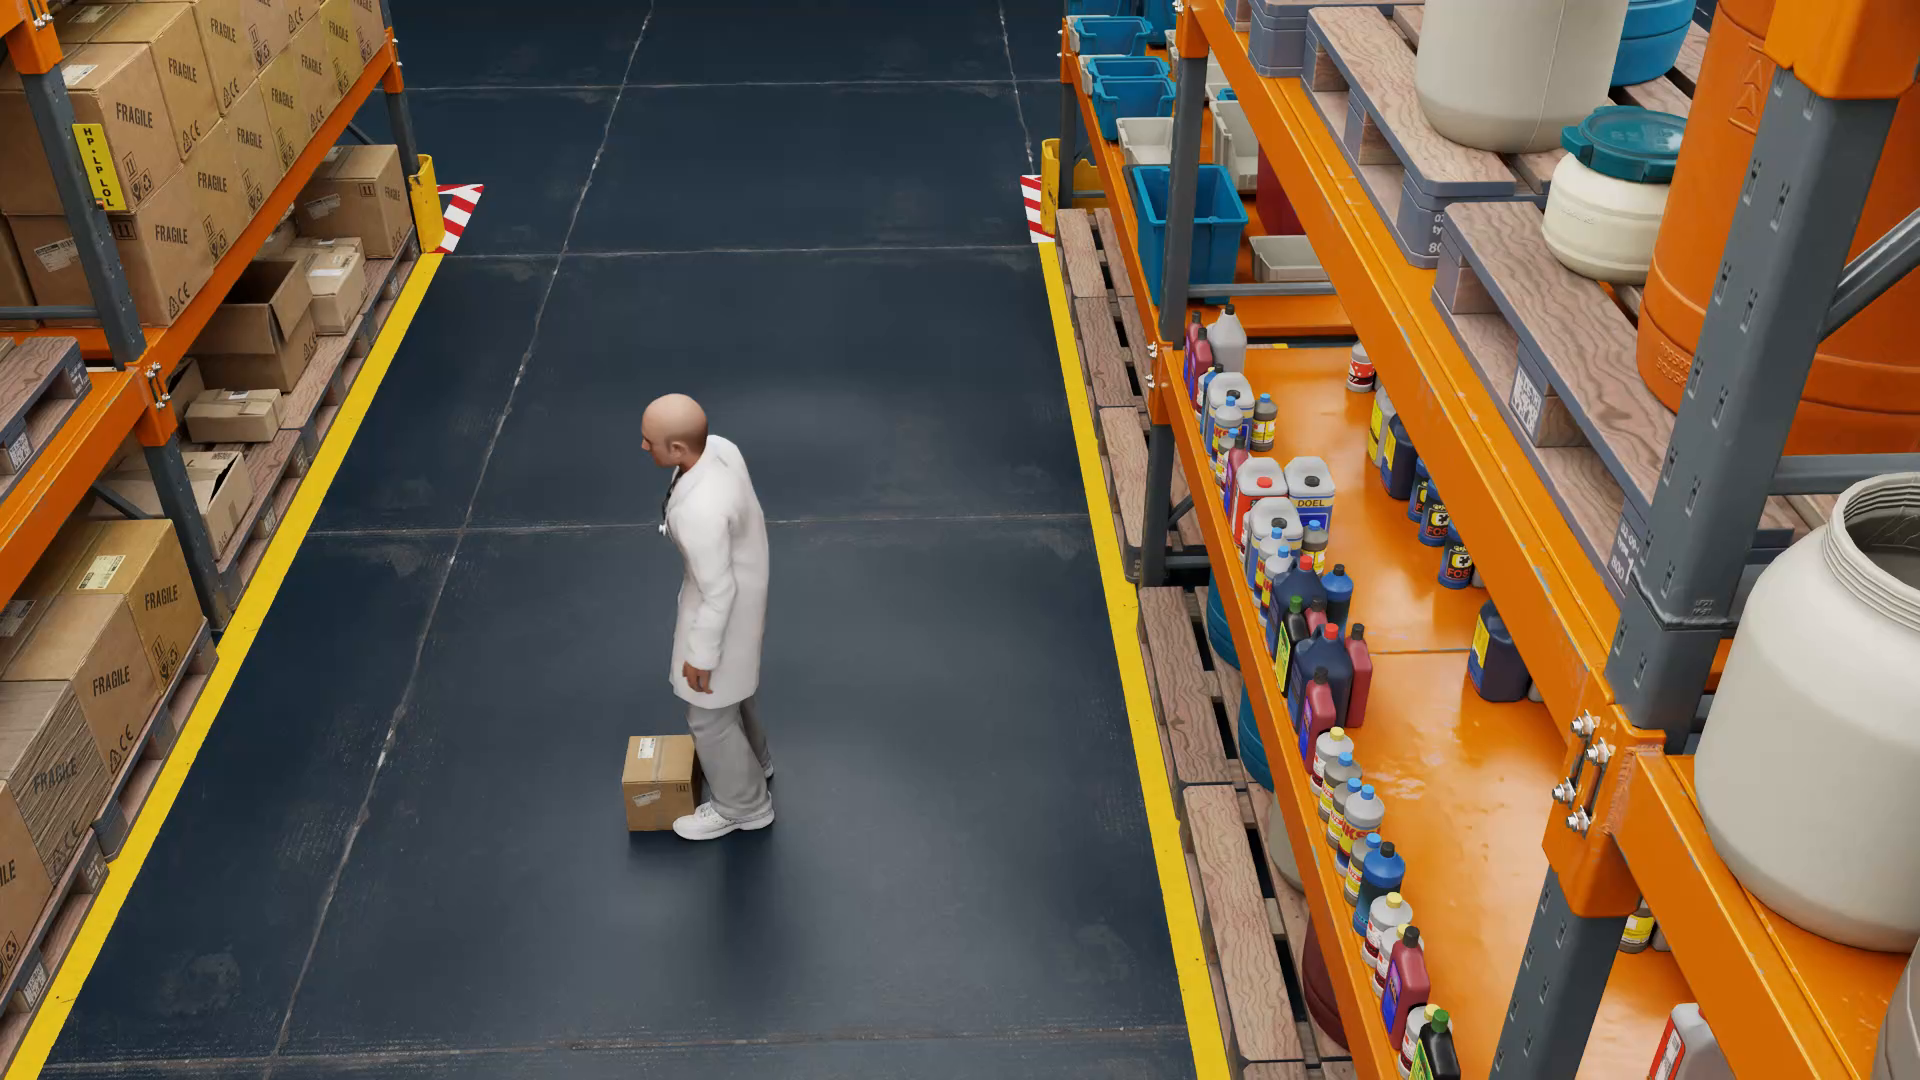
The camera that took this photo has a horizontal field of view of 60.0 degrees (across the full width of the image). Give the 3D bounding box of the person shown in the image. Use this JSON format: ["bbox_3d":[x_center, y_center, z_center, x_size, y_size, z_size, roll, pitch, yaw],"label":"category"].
[{"bbox_3d":[-0.861,0.263,5.780,0.427,1.773,0.642,-1,35,-2],"label":"person"}]
